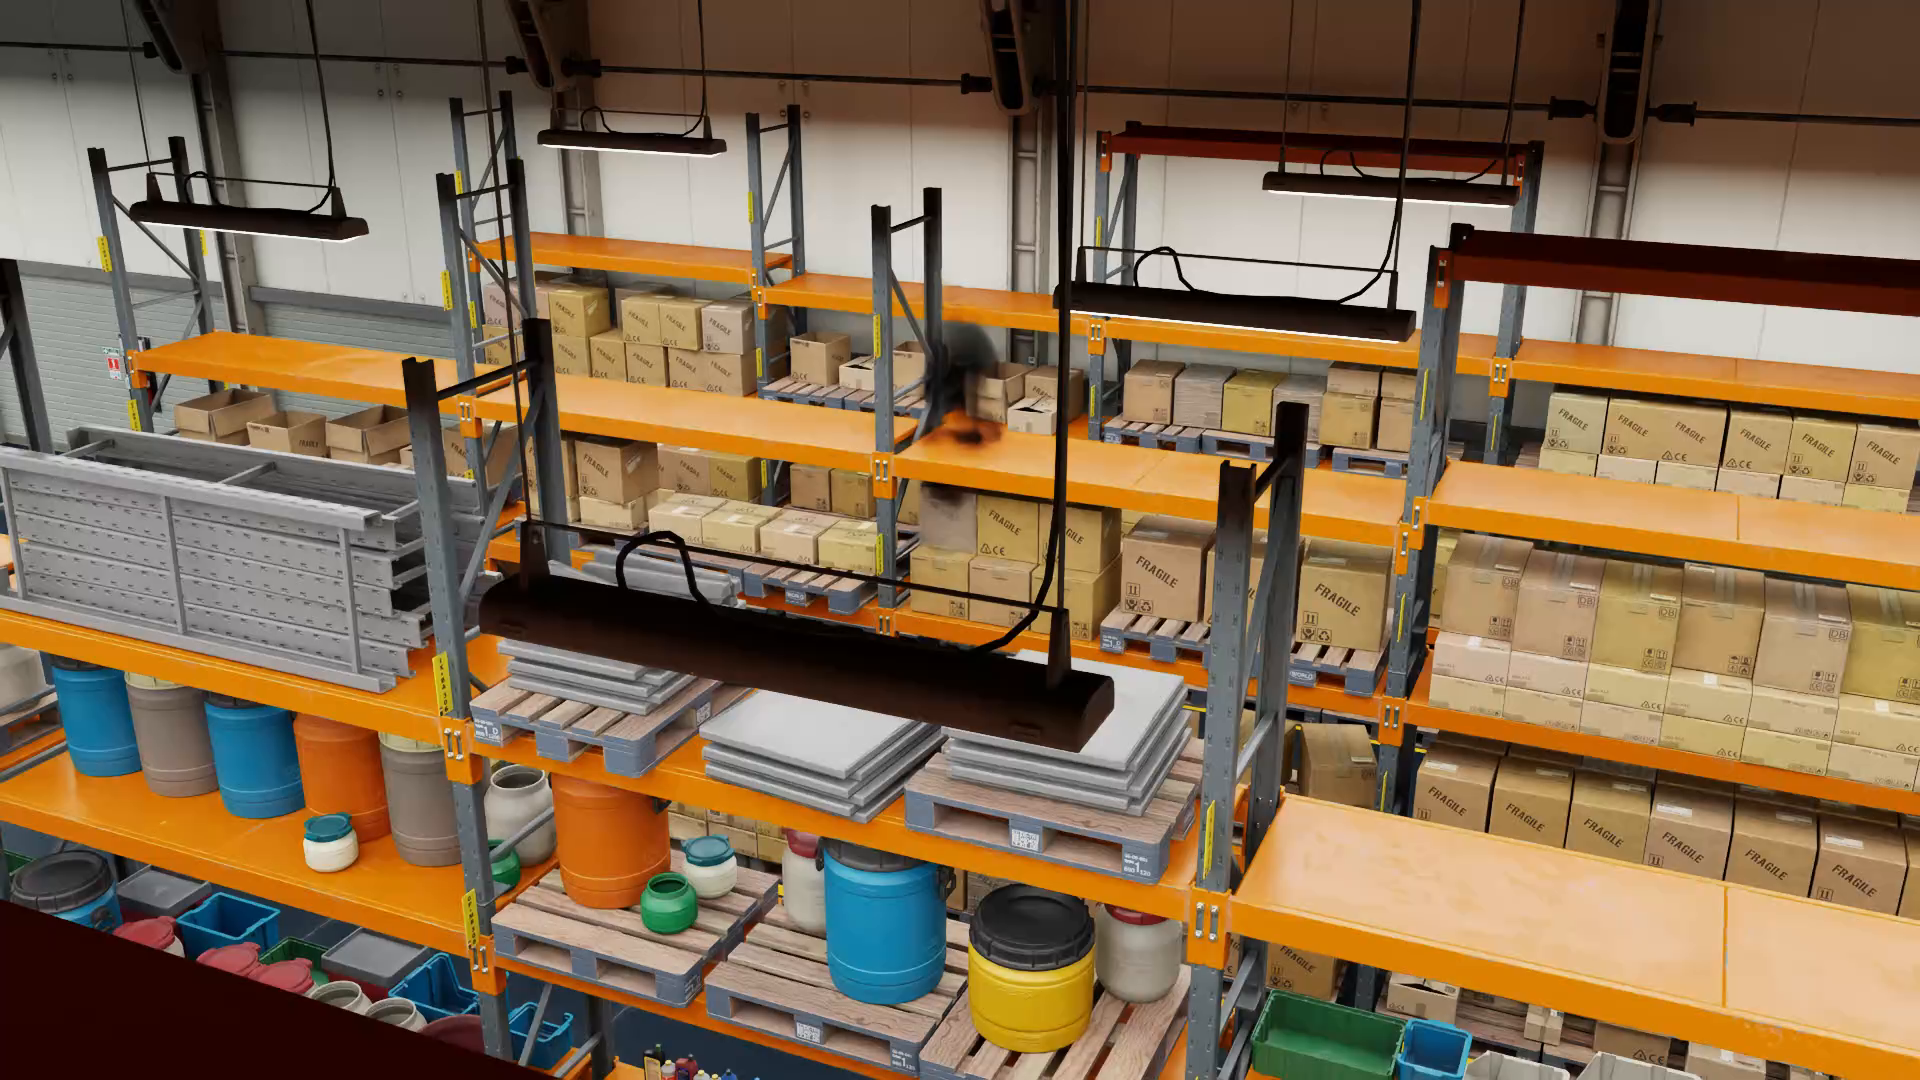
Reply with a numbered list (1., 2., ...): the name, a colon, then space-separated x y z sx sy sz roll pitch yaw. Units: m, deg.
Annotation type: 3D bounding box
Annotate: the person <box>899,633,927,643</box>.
1. person: -0.426 1.270 16.976 0.628 1.620 0.552 7 22 18
